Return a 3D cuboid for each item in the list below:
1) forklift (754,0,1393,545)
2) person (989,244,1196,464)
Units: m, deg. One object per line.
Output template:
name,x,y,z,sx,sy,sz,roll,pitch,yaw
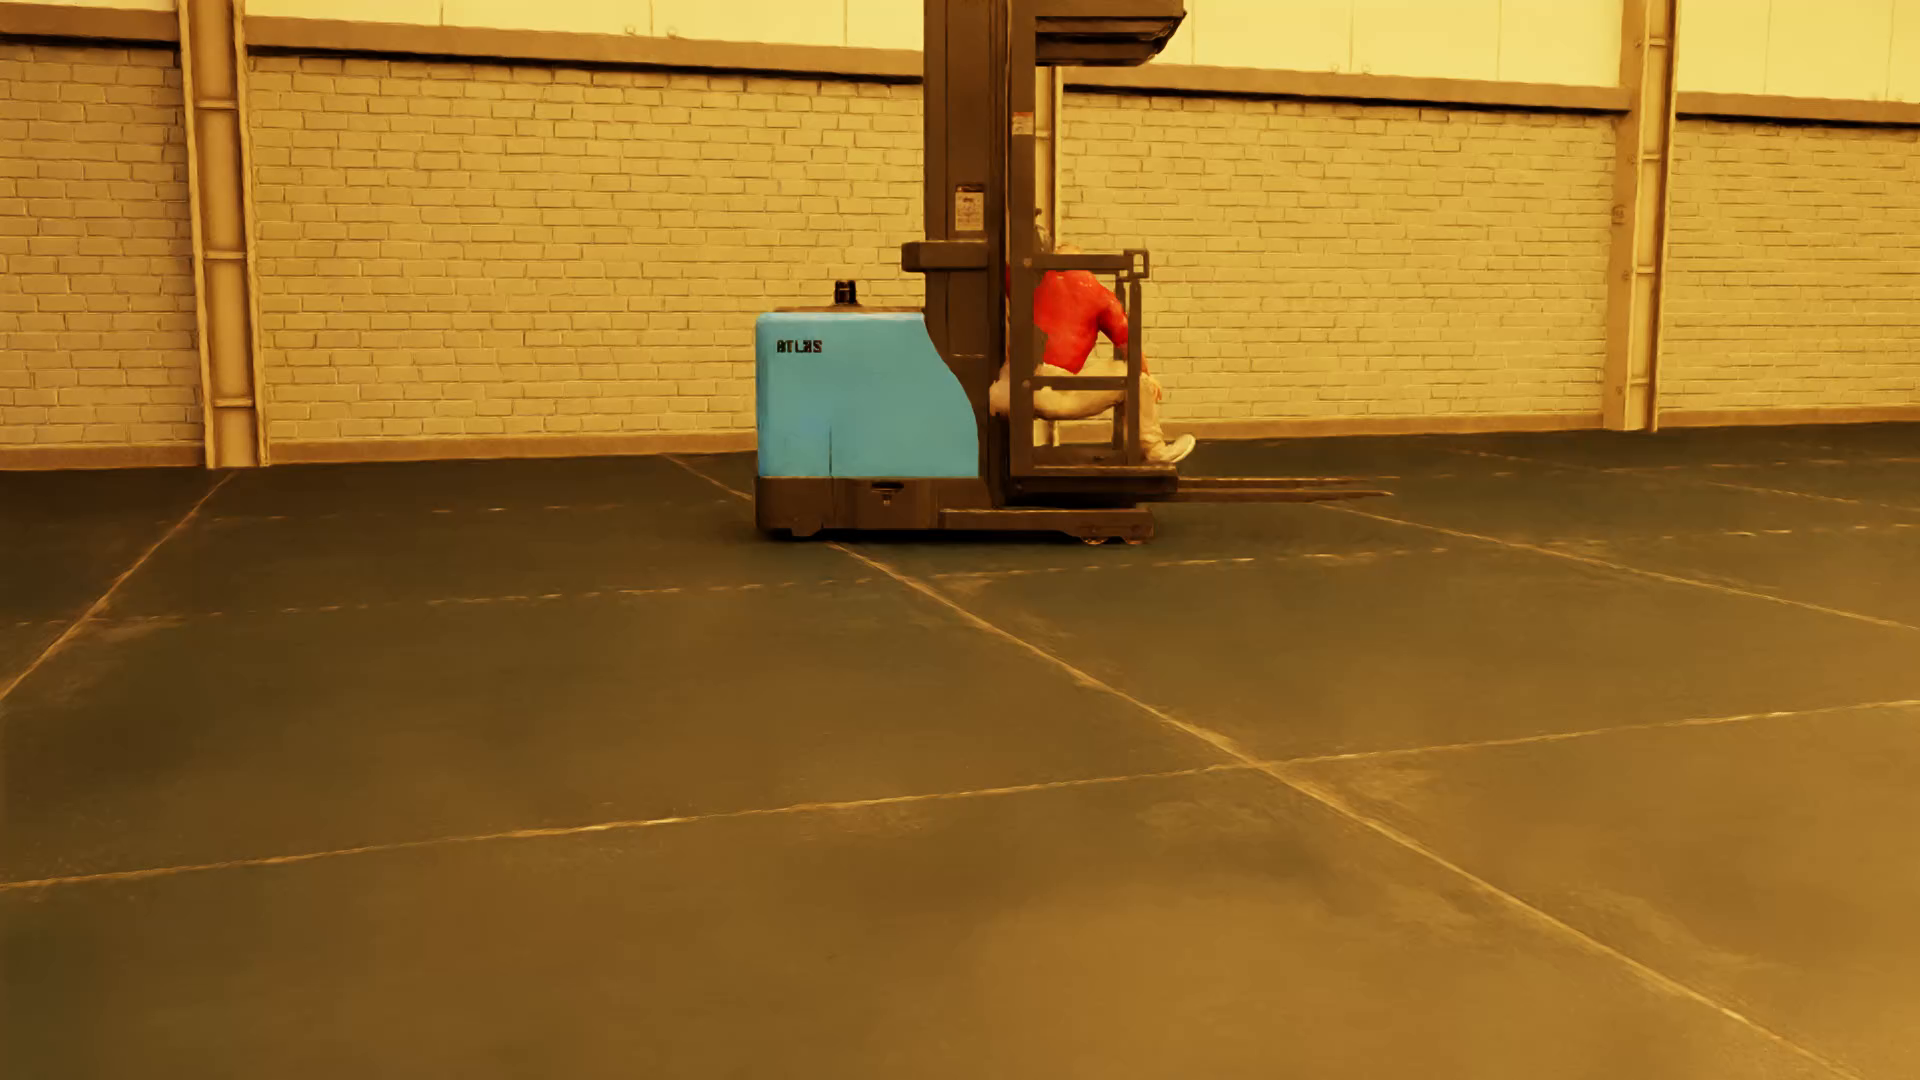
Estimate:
forklift,0.553,-1.502,8.095,3.031,2.935,1.130,0,8,1
person,0.406,-0.736,8.067,1.338,1.390,0.808,4,9,24
